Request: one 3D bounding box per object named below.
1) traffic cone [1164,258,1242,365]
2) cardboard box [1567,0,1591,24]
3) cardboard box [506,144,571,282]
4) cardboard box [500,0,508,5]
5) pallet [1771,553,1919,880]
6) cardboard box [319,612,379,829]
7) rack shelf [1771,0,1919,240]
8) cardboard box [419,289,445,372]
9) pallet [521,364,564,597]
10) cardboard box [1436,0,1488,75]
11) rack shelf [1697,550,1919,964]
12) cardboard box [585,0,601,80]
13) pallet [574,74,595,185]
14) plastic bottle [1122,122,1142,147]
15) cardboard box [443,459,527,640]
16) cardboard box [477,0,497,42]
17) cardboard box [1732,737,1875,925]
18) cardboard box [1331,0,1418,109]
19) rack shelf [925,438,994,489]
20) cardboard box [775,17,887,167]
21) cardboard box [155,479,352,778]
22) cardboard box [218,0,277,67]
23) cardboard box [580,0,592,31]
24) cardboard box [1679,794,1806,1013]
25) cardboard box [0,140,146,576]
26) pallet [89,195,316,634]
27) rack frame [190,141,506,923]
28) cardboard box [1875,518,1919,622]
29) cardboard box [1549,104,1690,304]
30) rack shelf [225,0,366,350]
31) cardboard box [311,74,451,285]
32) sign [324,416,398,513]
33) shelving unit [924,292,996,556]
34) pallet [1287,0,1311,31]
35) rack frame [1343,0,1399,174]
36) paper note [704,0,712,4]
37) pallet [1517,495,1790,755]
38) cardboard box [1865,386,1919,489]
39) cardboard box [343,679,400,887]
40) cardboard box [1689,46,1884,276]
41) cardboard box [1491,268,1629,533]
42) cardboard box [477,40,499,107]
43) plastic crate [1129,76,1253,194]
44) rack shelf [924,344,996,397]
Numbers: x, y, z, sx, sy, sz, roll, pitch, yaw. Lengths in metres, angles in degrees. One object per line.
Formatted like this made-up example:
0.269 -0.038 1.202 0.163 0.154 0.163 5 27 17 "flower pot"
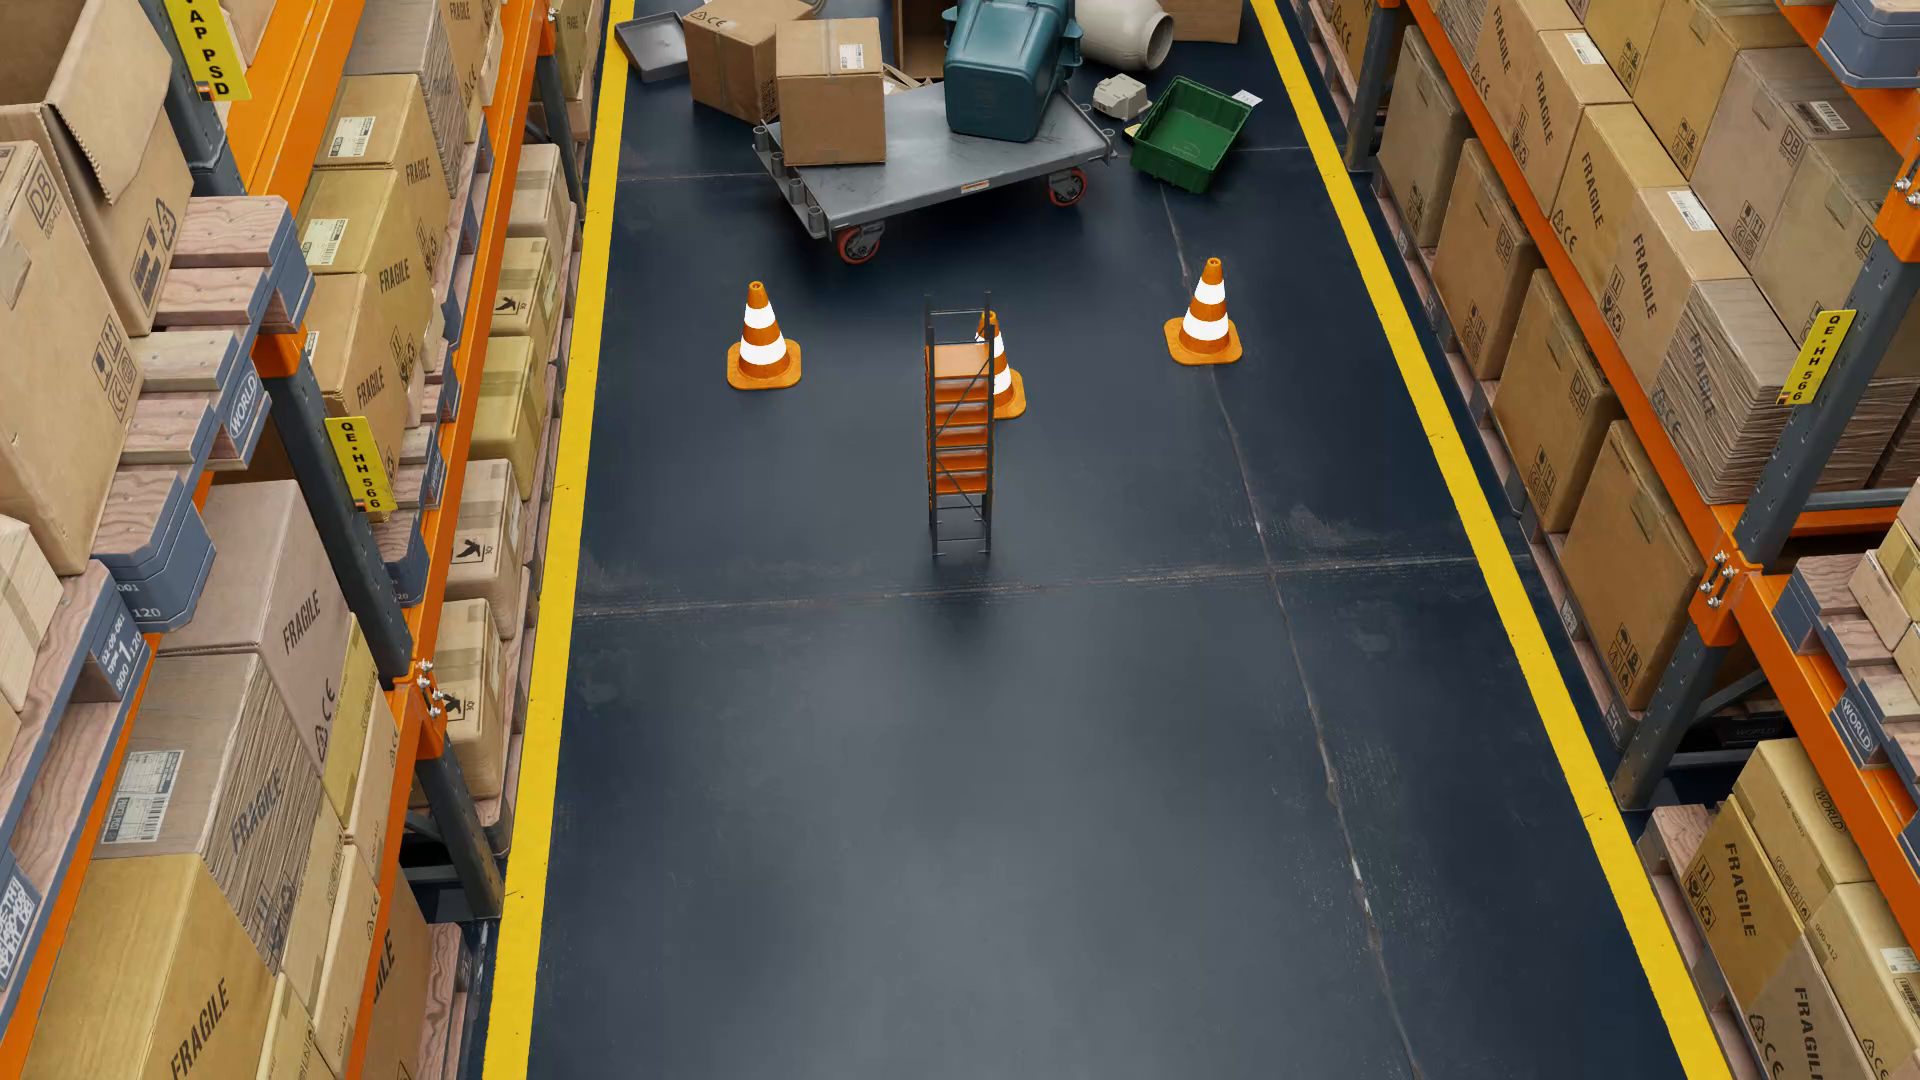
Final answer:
1.133 -1.087 7.597 0.336 0.463 0.334 -3 47 -3 "traffic cone"
2.660 -2.303 6.244 0.700 0.500 0.500 -3 47 -3 "cardboard box"
-2.352 -1.509 7.770 0.950 0.372 0.625 -3 47 -3 "cardboard box"
-2.080 -2.350 6.930 0.380 0.149 0.250 -3 47 -3 "cardboard box"
3.026 0.448 4.529 1.213 0.211 1.003 -3 47 -3 "pallet"
-1.770 0.461 4.143 0.500 0.250 0.500 -4 47 -3 "cardboard box"
2.693 -2.358 5.484 1.077 0.370 4.000 -3 47 -3 "rack shelf"
-1.875 -0.665 5.335 0.380 0.149 0.250 -3 47 -3 "cardboard box"
-2.227 -0.241 6.969 1.003 0.211 1.213 -3 47 -3 "pallet"
2.345 -2.294 6.924 0.500 0.500 0.500 -3 47 -3 "cardboard box"
3.028 1.567 3.832 1.077 0.370 4.000 -3 47 -3 "rack shelf"
-2.235 -2.675 8.959 0.500 0.250 0.500 -1 47 -1 "cardboard box"
-2.490 -2.172 8.798 1.003 0.211 1.213 -3 47 -3 "pallet"
0.999 -2.119 8.851 0.133 0.061 0.283 -27 52 -23 "plastic bottle"
-2.171 0.063 6.281 0.950 0.372 0.625 -4 47 -4 "cardboard box"
-2.088 -2.250 6.388 0.500 0.500 0.500 -3 47 -3 "cardboard box"
2.677 0.844 4.938 0.500 0.250 0.500 -5 47 -5 "cardboard box"
2.543 -2.894 8.736 0.875 0.875 0.875 -3 47 -3 "cardboard box"
-0.001 -0.310 6.580 0.258 0.103 0.180 -3 47 -3 "rack shelf"
-0.627 -2.178 8.083 0.500 0.500 0.500 -3 47 -3 "cardboard box"
-1.760 0.227 3.848 0.500 0.500 0.500 -5 47 -4 "cardboard box"
-2.133 -1.506 4.112 0.700 0.500 0.500 -3 47 -3 "cardboard box"
-2.235 -2.934 8.687 0.500 0.500 0.500 -2 47 -2 "cardboard box"
2.666 1.115 5.197 0.500 0.500 0.500 -5 47 -5 "cardboard box"
-1.791 -0.259 2.642 0.700 0.500 0.500 -6 47 -5 "cardboard box"
-1.957 -0.257 3.128 1.213 0.211 1.003 -2 47 -1 "pallet"
-2.064 0.247 4.587 1.000 3.000 0.127 -3 47 -3 "rack frame"
2.701 0.074 4.429 0.380 0.149 0.250 -2 47 -2 "cardboard box"
2.473 -1.194 5.882 0.500 0.500 0.500 -4 47 -4 "cardboard box"
-2.231 -1.984 5.130 1.077 0.370 4.000 -3 47 -3 "rack shelf"
-1.972 -1.134 5.332 0.500 0.500 0.500 -3 47 -3 "cardboard box"
-1.511 -0.188 4.201 0.100 0.325 0.005 -3 47 -3 "sign"
-0.001 -0.423 6.461 0.258 1.200 0.189 -3 47 -3 "shelving unit"
2.435 -3.502 10.058 1.003 0.211 1.213 -3 47 -3 "pallet"
2.526 -3.021 7.682 1.000 3.000 0.127 -3 47 -3 "rack frame"
-1.443 -3.207 9.903 0.142 0.019 0.148 -19 49 -17 "paper note"
2.870 0.257 6.498 1.003 0.211 1.213 -3 47 -3 "pallet"
3.092 -0.503 5.228 0.500 0.500 0.500 -3 47 -3 "cardboard box"
-1.763 0.648 4.310 0.500 0.250 0.500 -5 47 -5 "cardboard box"
2.789 -1.197 5.196 0.700 0.500 0.500 -4 47 -4 "cardboard box"
2.823 -0.577 6.627 1.050 0.750 0.750 -3 47 -3 "cardboard box"
-1.994 -1.790 6.399 0.380 0.149 0.250 -3 47 -3 "cardboard box"
1.206 -2.120 8.726 0.450 0.188 0.662 25 51 9 "plastic crate"
-0.001 -0.640 6.232 0.258 0.103 0.180 -3 47 -3 "rack shelf"
